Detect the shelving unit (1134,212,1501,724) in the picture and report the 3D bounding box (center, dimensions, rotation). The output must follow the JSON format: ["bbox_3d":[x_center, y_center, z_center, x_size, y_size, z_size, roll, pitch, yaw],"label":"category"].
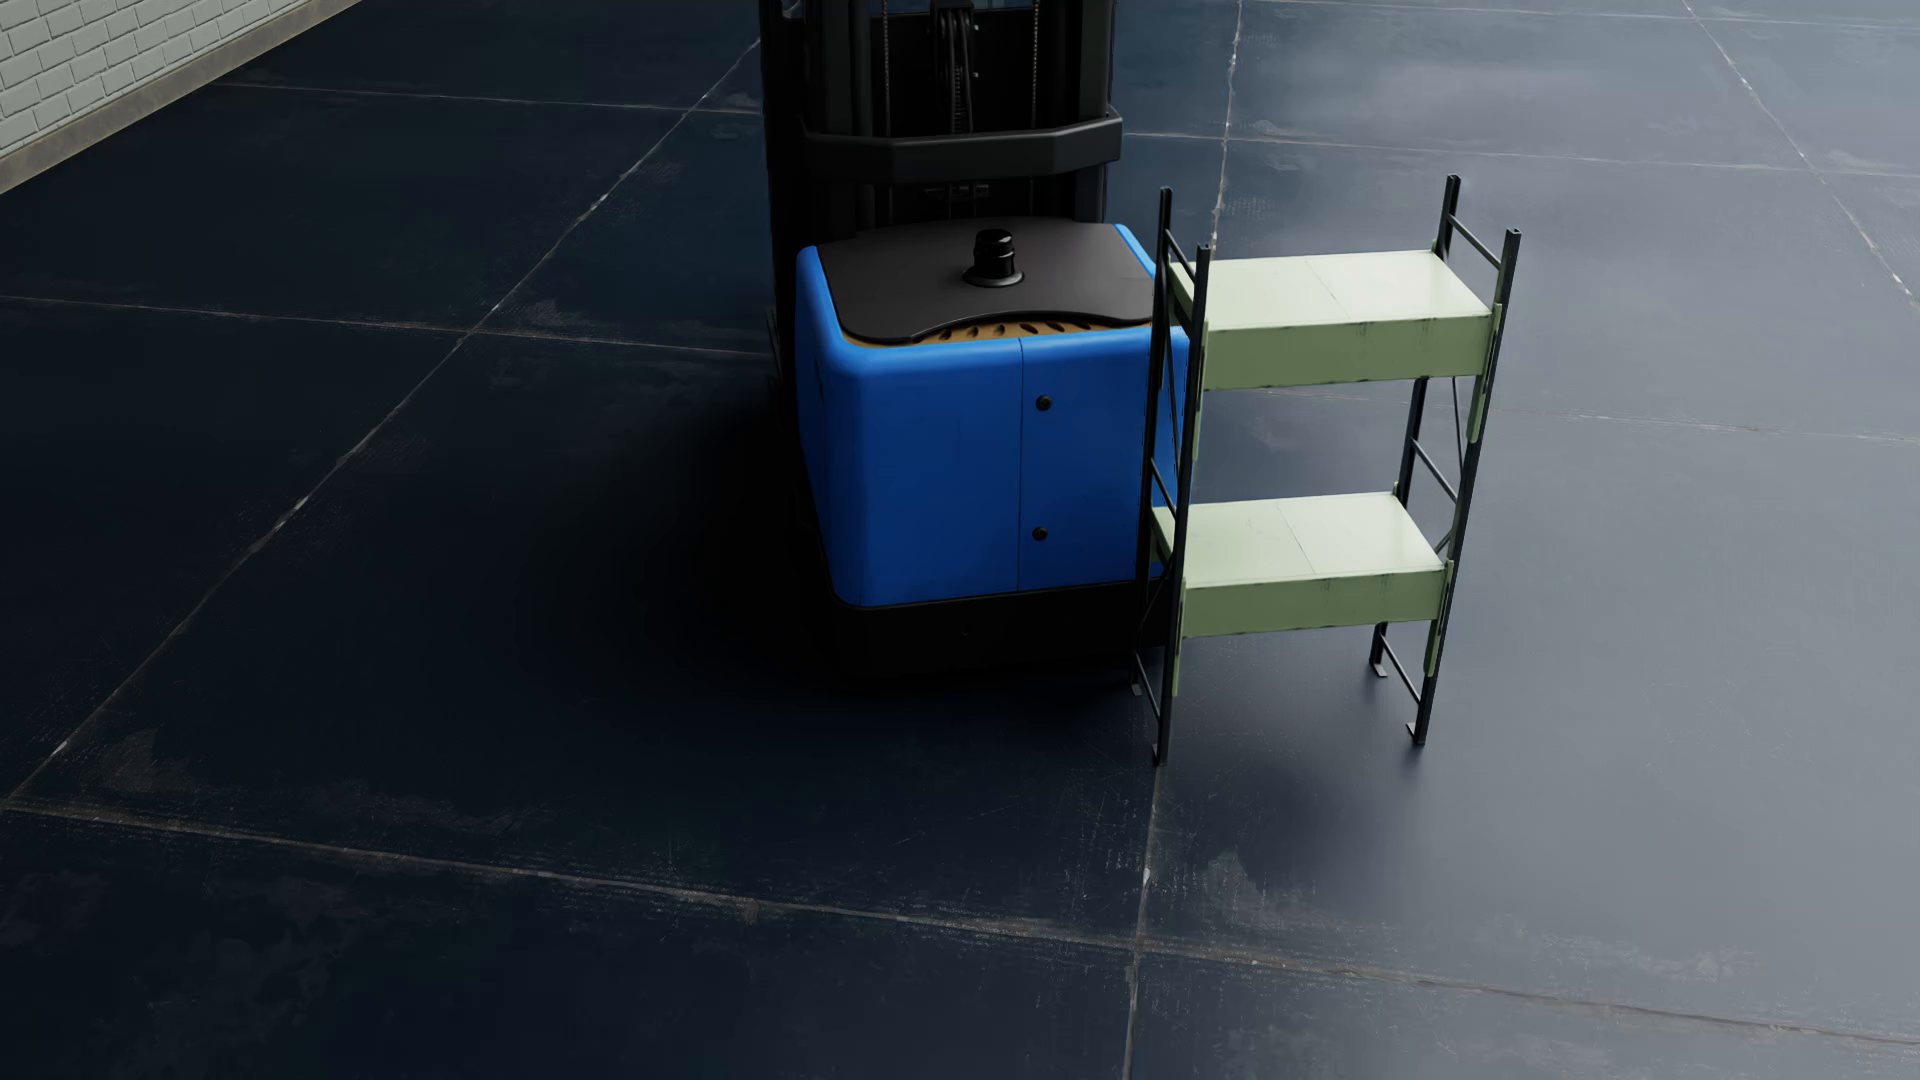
[{"bbox_3d":[0.891,-0.148,4.342,0.742,1.308,0.380,-4,32,-6],"label":"shelving unit"}]

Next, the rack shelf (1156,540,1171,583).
[{"bbox_3d":[0.891,0.067,4.478,0.664,0.071,0.332,-4,32,-6],"label":"rack shelf"}]

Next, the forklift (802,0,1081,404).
[{"bbox_3d":[-0.101,-1.617,5.340,1.109,2.935,3.031,-6,32,-9],"label":"forklift"}]

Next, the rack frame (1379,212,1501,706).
[{"bbox_3d":[1.254,-0.173,4.381,0.010,1.308,0.380,-4,32,-6],"label":"rack frame"}]

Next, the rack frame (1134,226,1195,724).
[{"bbox_3d":[0.528,-0.123,4.302,0.010,1.308,0.380,-4,32,-6],"label":"rack frame"}]

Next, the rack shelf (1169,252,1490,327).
[{"bbox_3d":[0.891,-0.592,4.065,0.686,0.052,0.368,-4,32,-6],"label":"rack shelf"}]
